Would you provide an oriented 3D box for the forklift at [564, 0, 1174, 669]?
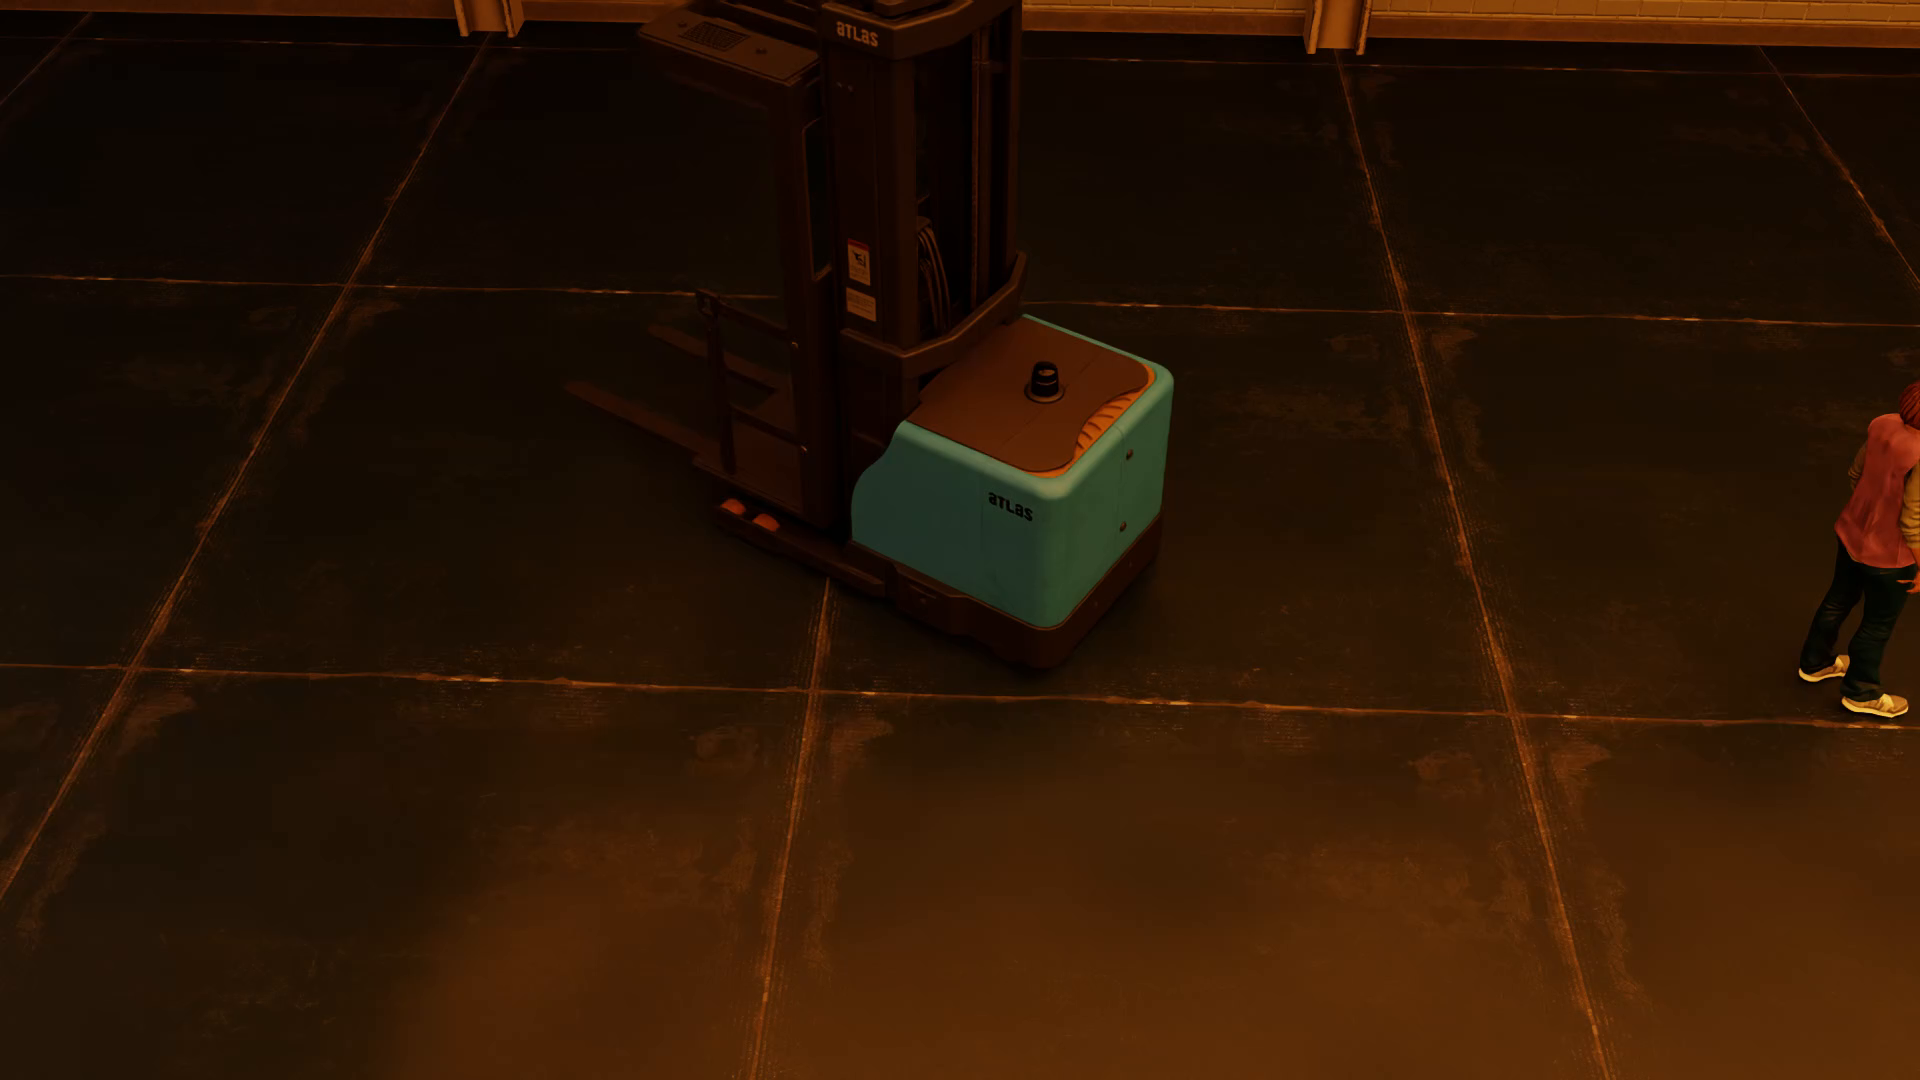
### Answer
[{"bbox_3d":[-0.572,-1.309,7.176,3.031,2.935,1.130,25,48,24],"label":"forklift"}]

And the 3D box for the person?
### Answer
[{"bbox_3d":[3.781,0.009,6.711,0.475,1.596,0.520,-5,43,-5],"label":"person"}]
